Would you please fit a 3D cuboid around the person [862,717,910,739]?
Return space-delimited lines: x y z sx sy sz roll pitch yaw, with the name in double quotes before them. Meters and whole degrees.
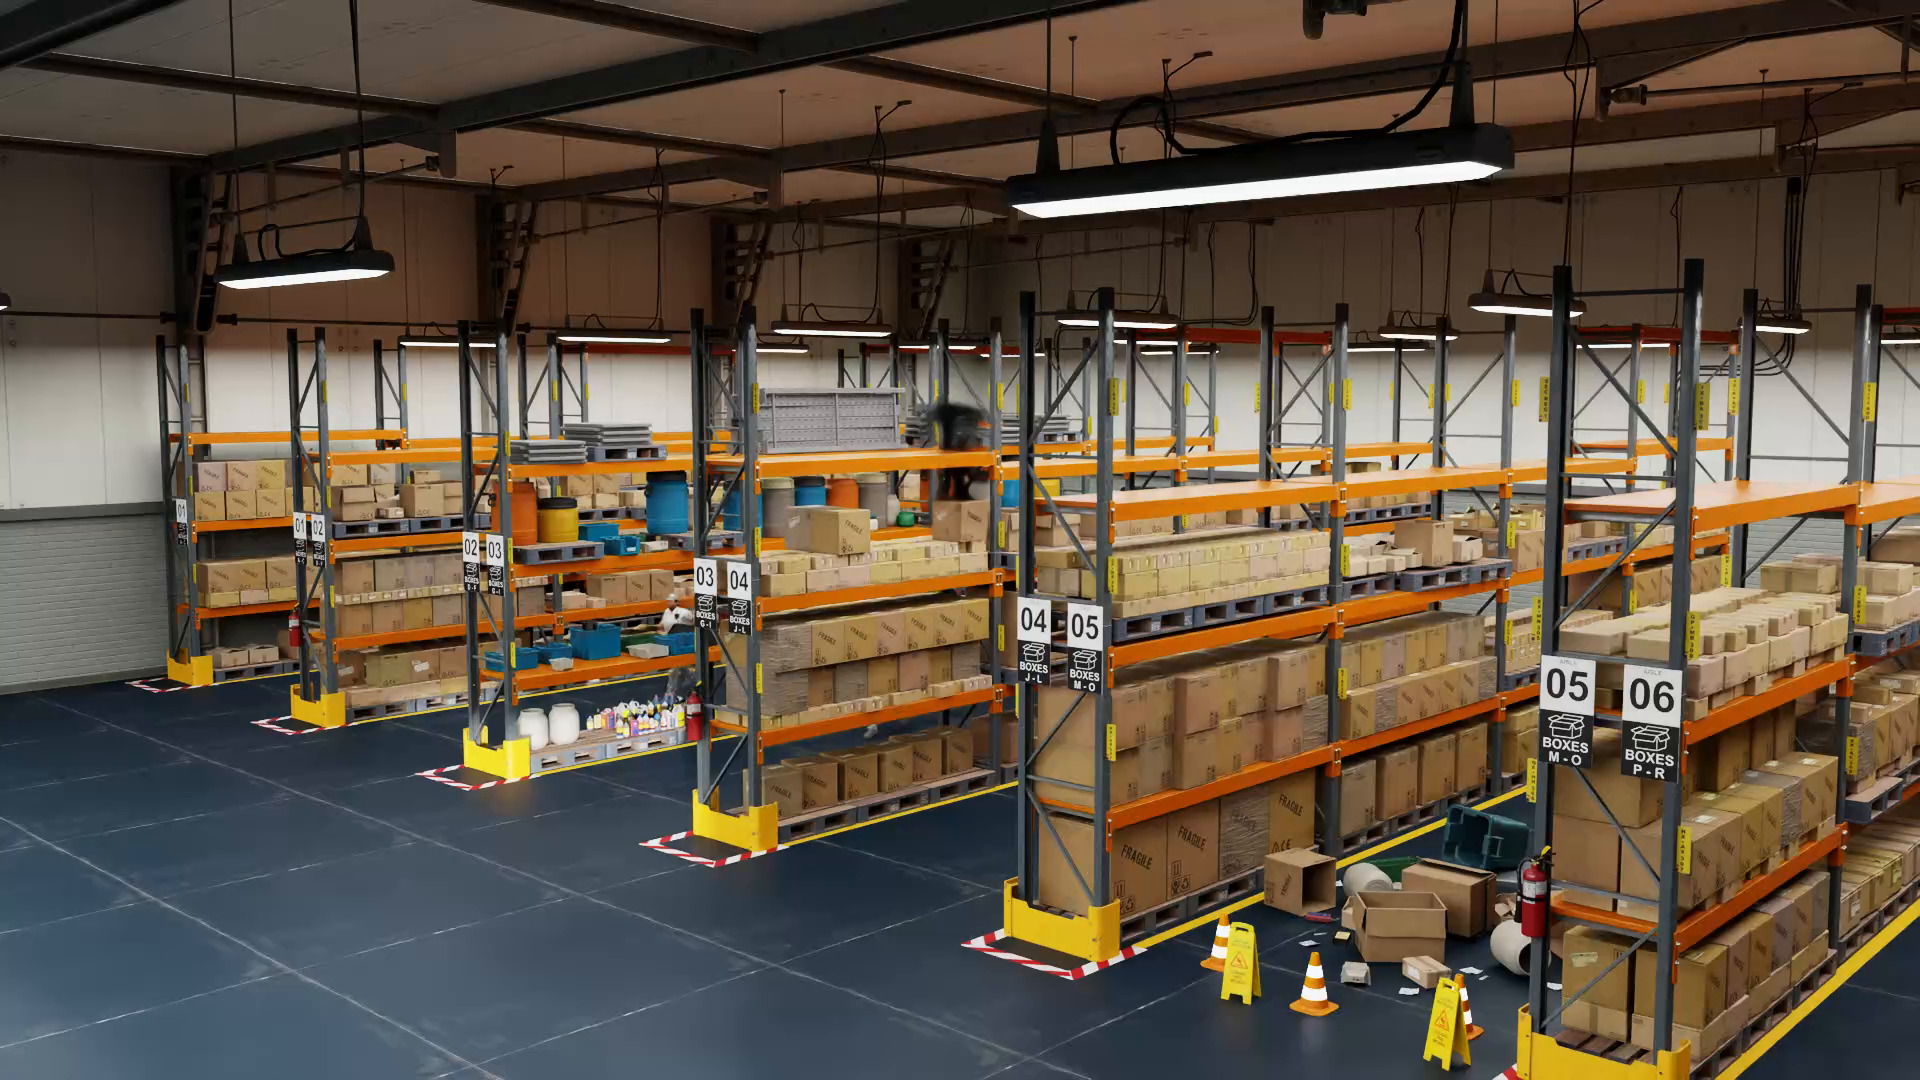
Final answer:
"person" -1.077 1.977 24.508 0.628 1.786 0.991 4 7 38

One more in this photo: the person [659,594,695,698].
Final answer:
"person" -4.686 1.736 27.776 0.592 1.708 0.902 4 7 37
